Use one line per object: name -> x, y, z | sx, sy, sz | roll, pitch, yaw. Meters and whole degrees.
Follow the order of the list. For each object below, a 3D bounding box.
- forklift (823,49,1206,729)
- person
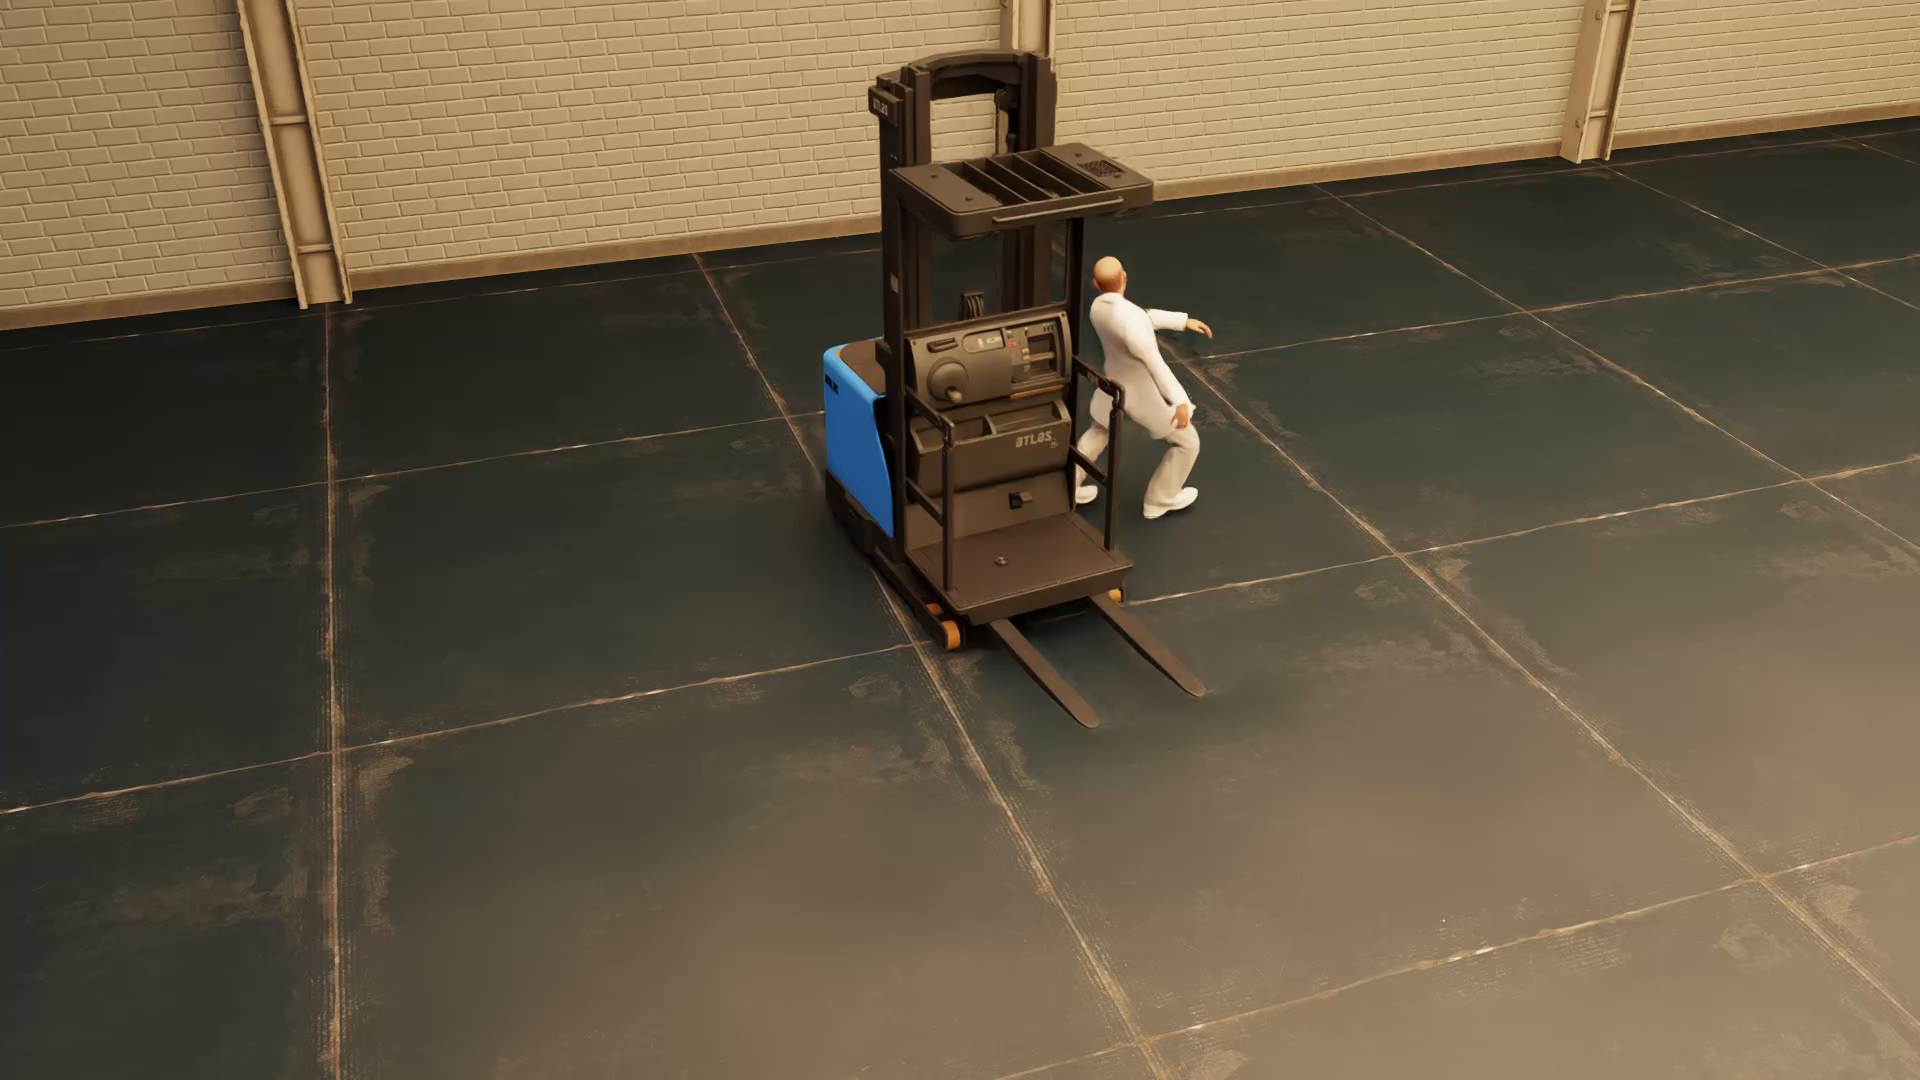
forklift -> 0.266, -0.923, 8.691 | 1.130, 2.935, 3.031 | -14, 33, -22
person -> 1.081, -0.880, 9.912 | 0.911, 1.631, 0.822 | -20, 36, -31
